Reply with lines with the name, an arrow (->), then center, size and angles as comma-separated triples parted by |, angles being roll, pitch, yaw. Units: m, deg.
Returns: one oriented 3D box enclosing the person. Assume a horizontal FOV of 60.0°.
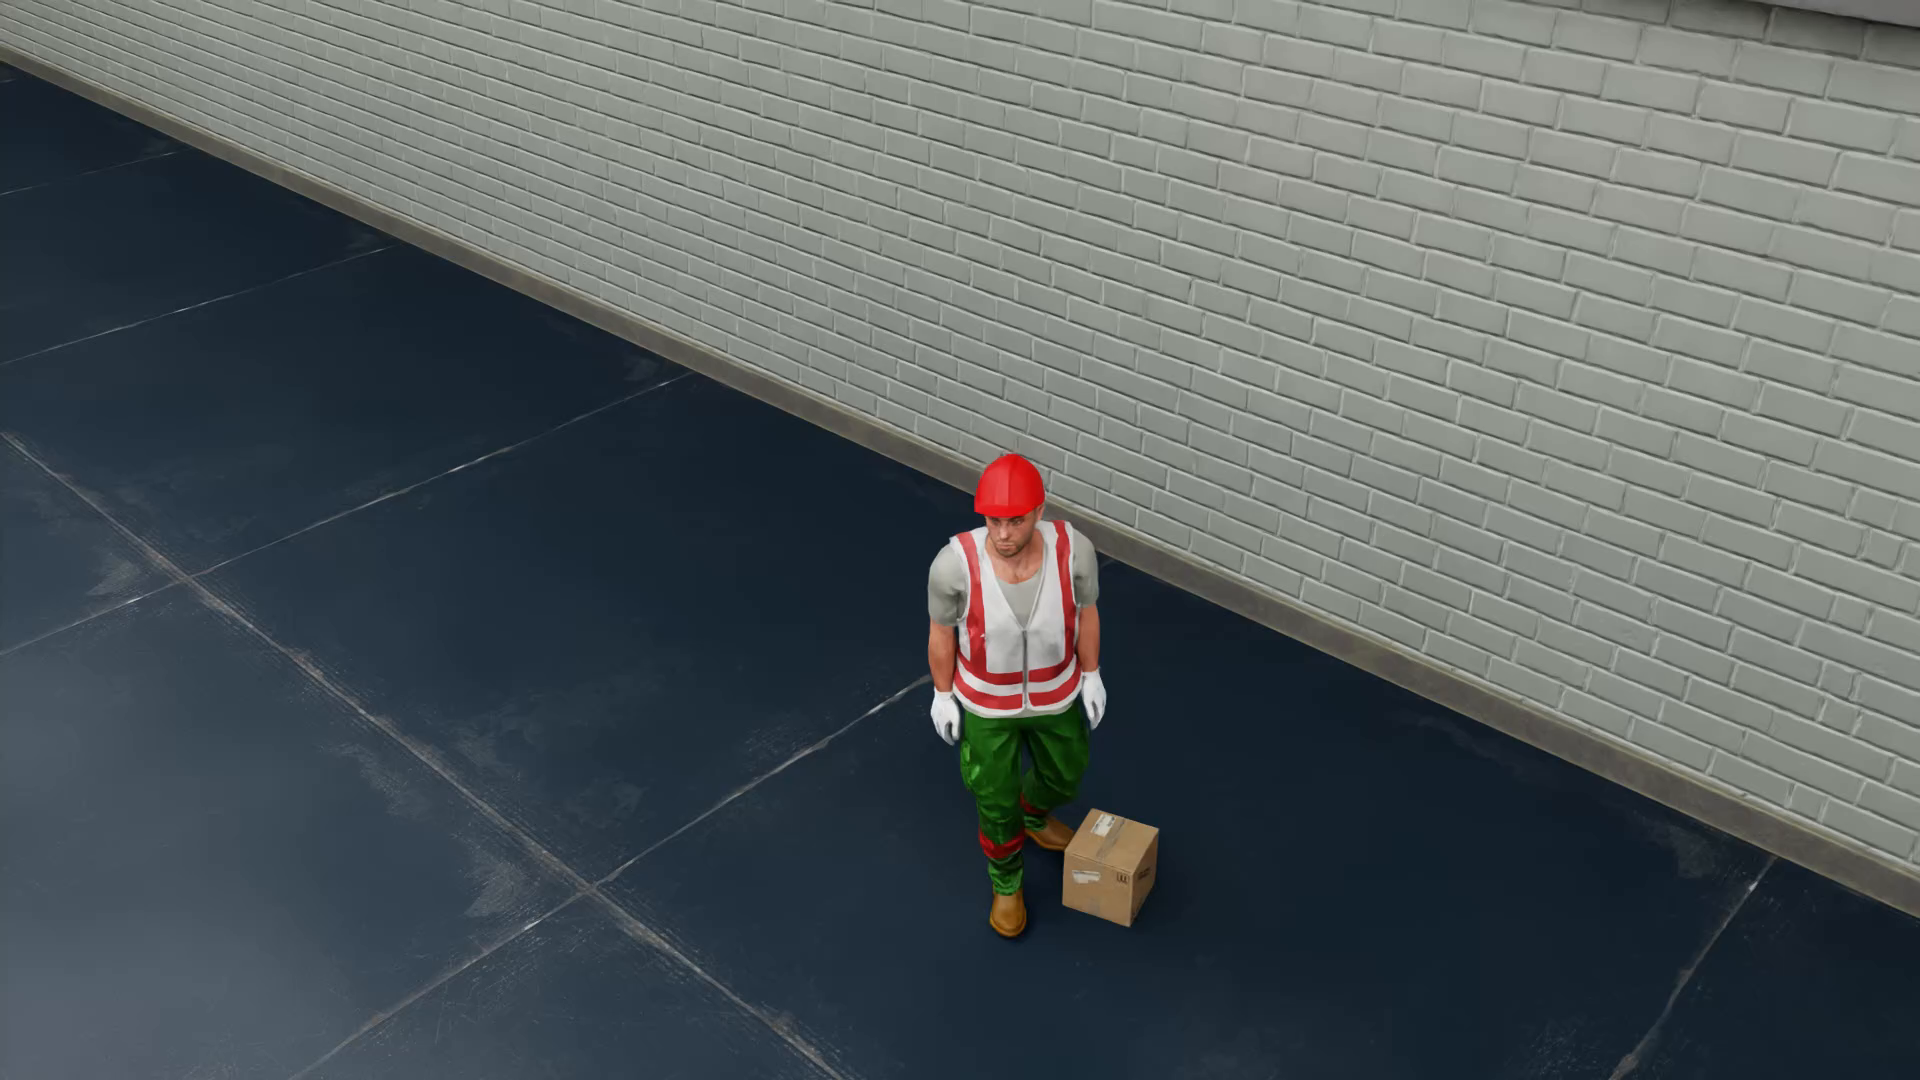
person -> 0.176, 0.458, 5.353 | 0.579, 1.778, 0.578 | -5, 31, -9
